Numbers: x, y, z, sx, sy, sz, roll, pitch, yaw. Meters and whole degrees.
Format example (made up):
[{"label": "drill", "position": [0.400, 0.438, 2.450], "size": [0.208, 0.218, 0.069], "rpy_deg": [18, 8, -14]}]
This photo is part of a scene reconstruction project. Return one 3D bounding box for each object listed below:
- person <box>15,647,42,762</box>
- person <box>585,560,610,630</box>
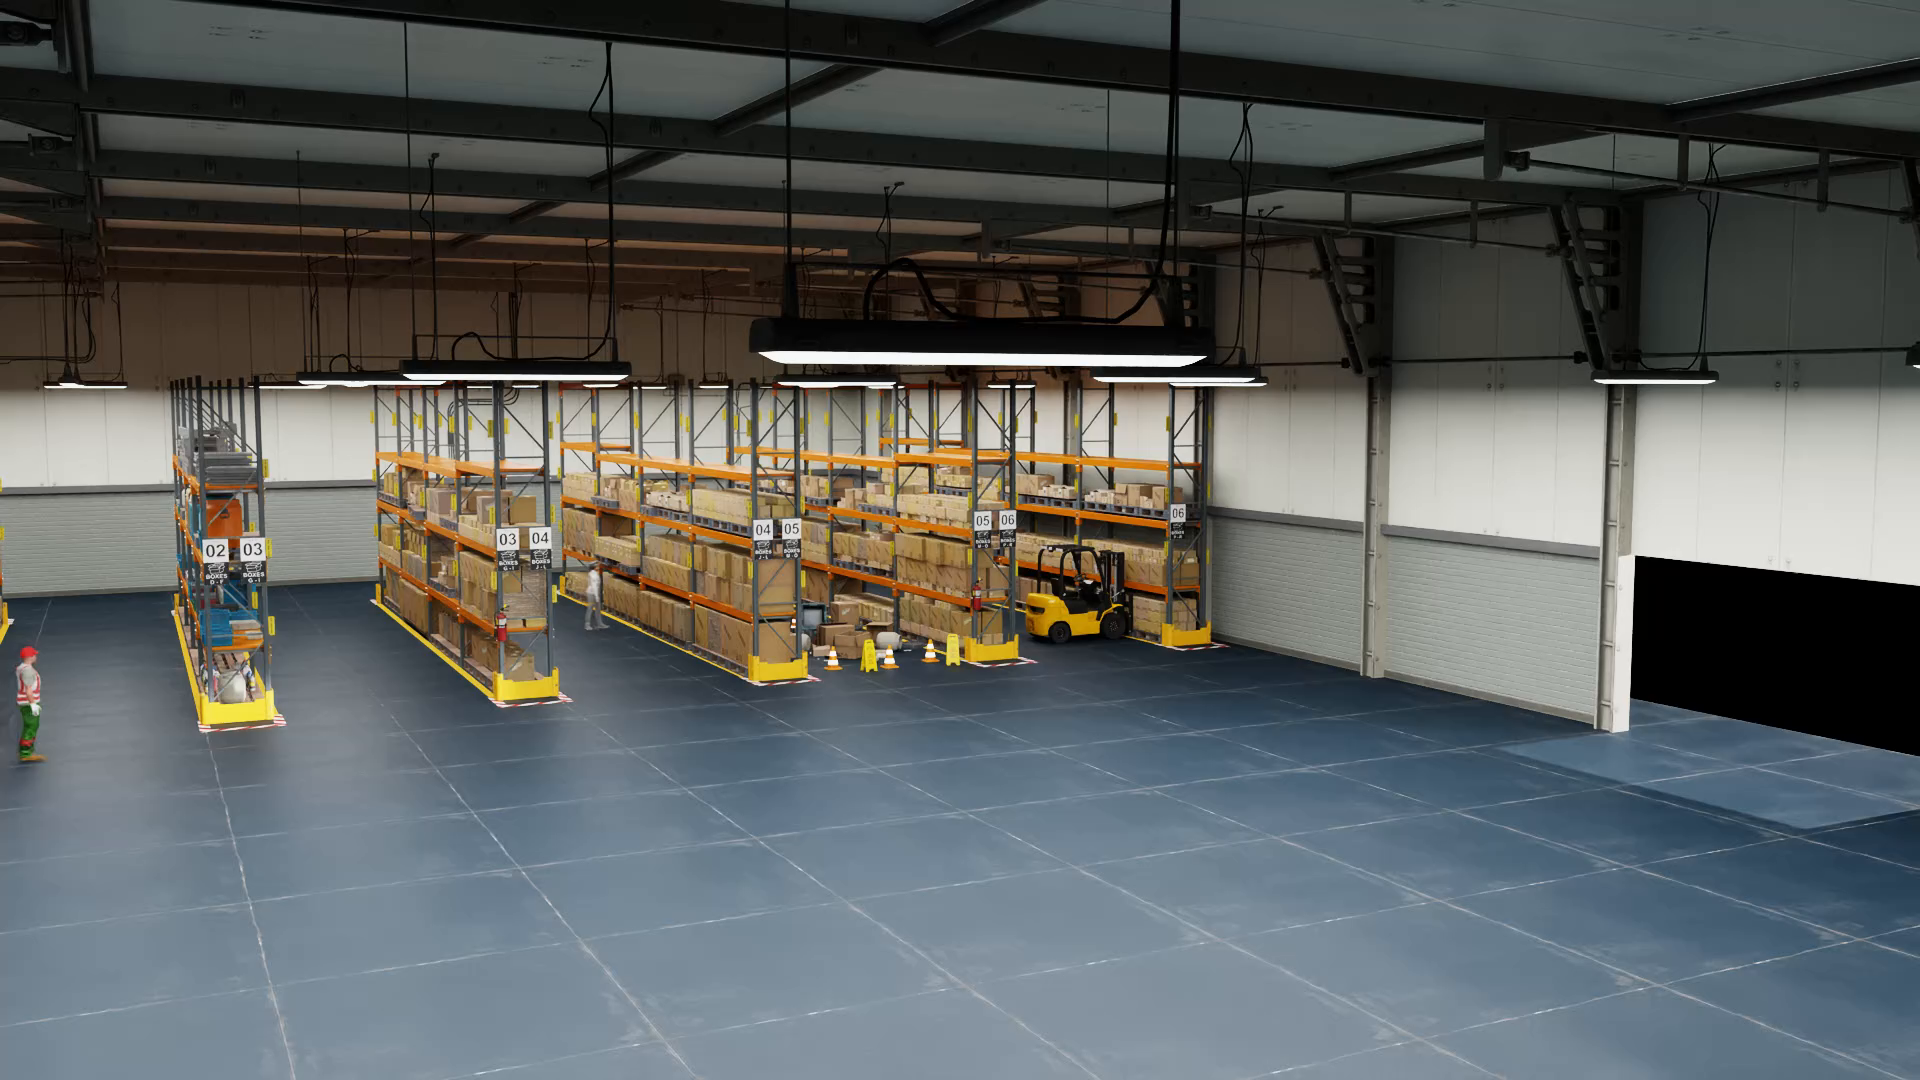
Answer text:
[{"label": "person", "position": [-14.477, 2.556, 25.875], "size": [0.371, 1.808, 0.594], "rpy_deg": [-2, 6, -23]}, {"label": "person", "position": [-8.796, 1.328, 40.136], "size": [0.564, 1.674, 0.500], "rpy_deg": [0, 5, 3]}]
